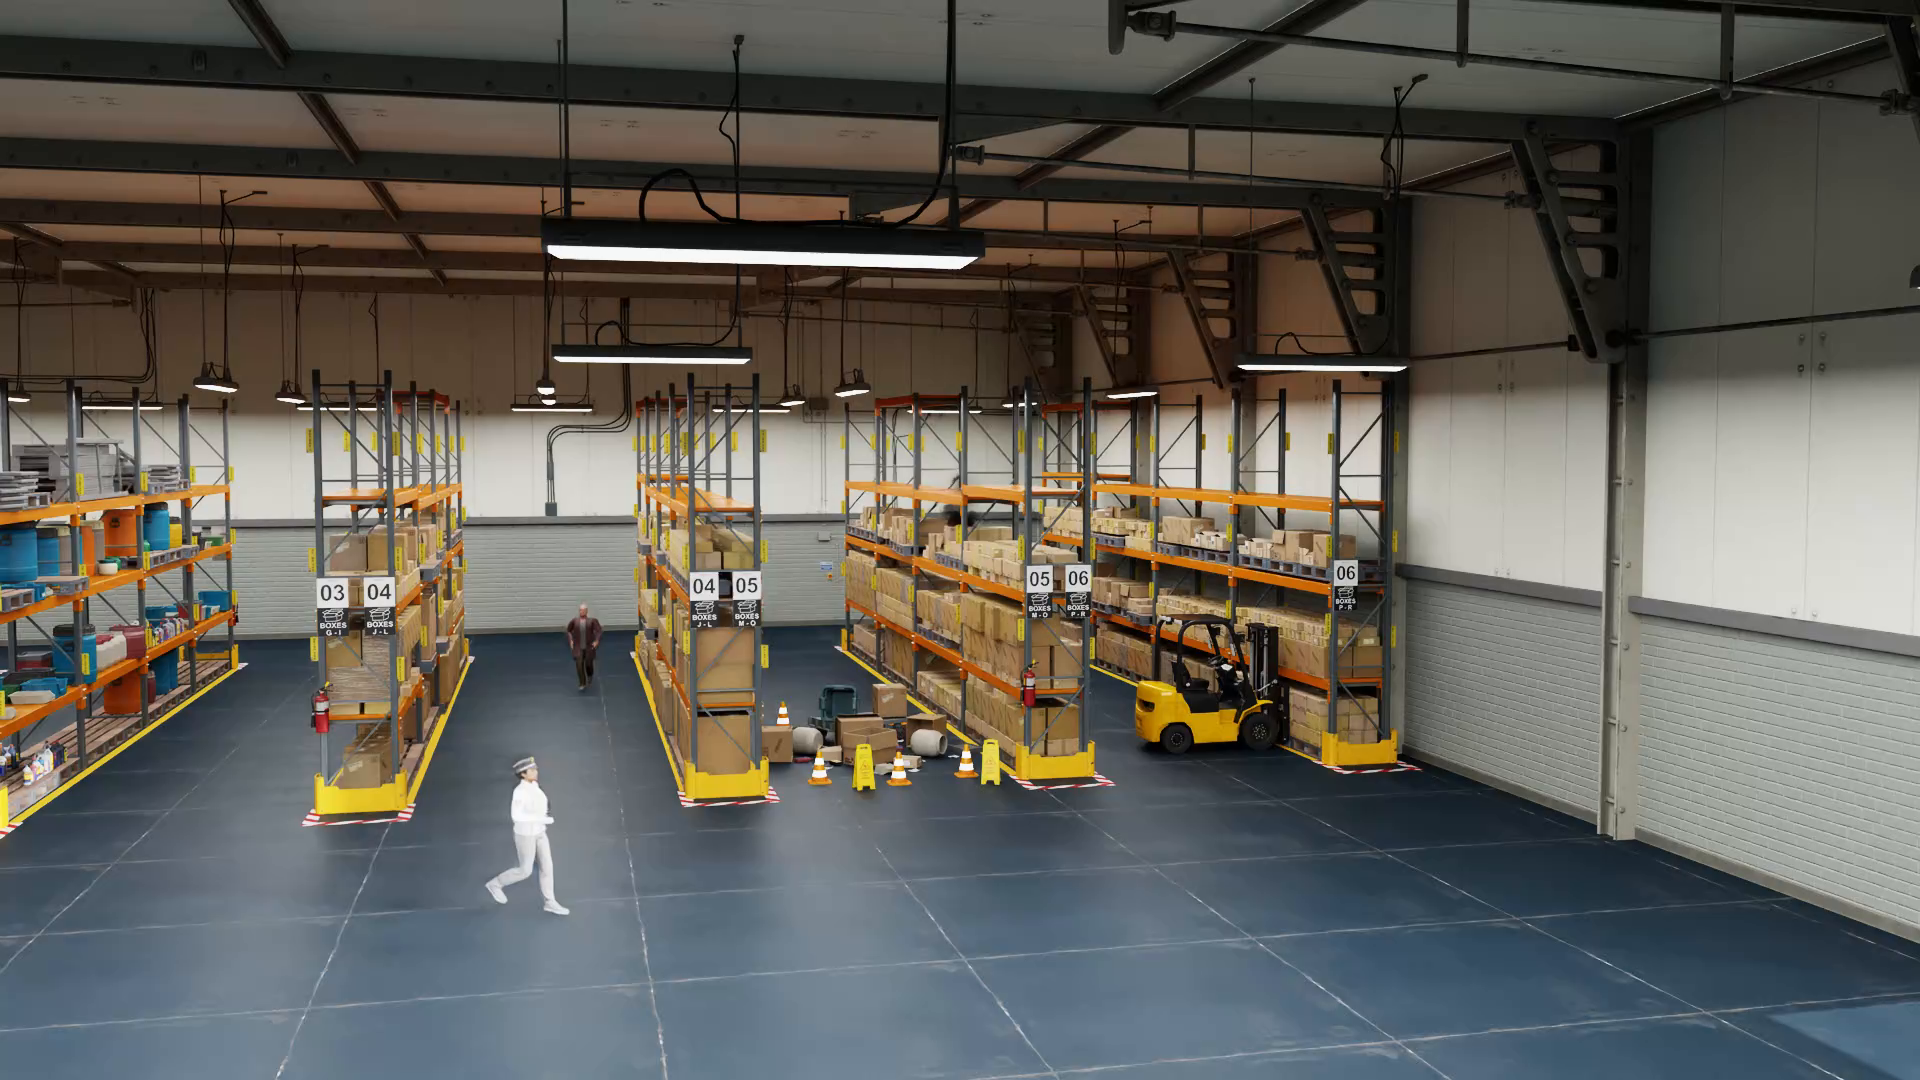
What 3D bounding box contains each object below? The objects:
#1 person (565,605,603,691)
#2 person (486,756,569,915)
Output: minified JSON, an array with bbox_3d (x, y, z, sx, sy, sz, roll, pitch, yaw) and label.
[{"bbox_3d":[-7.645,2.178,33.811,0.752,1.734,0.774,0,3,-8],"label":"person"},{"bbox_3d":[-4.590,3.132,17.667,0.901,1.692,0.616,1,3,11],"label":"person"}]
